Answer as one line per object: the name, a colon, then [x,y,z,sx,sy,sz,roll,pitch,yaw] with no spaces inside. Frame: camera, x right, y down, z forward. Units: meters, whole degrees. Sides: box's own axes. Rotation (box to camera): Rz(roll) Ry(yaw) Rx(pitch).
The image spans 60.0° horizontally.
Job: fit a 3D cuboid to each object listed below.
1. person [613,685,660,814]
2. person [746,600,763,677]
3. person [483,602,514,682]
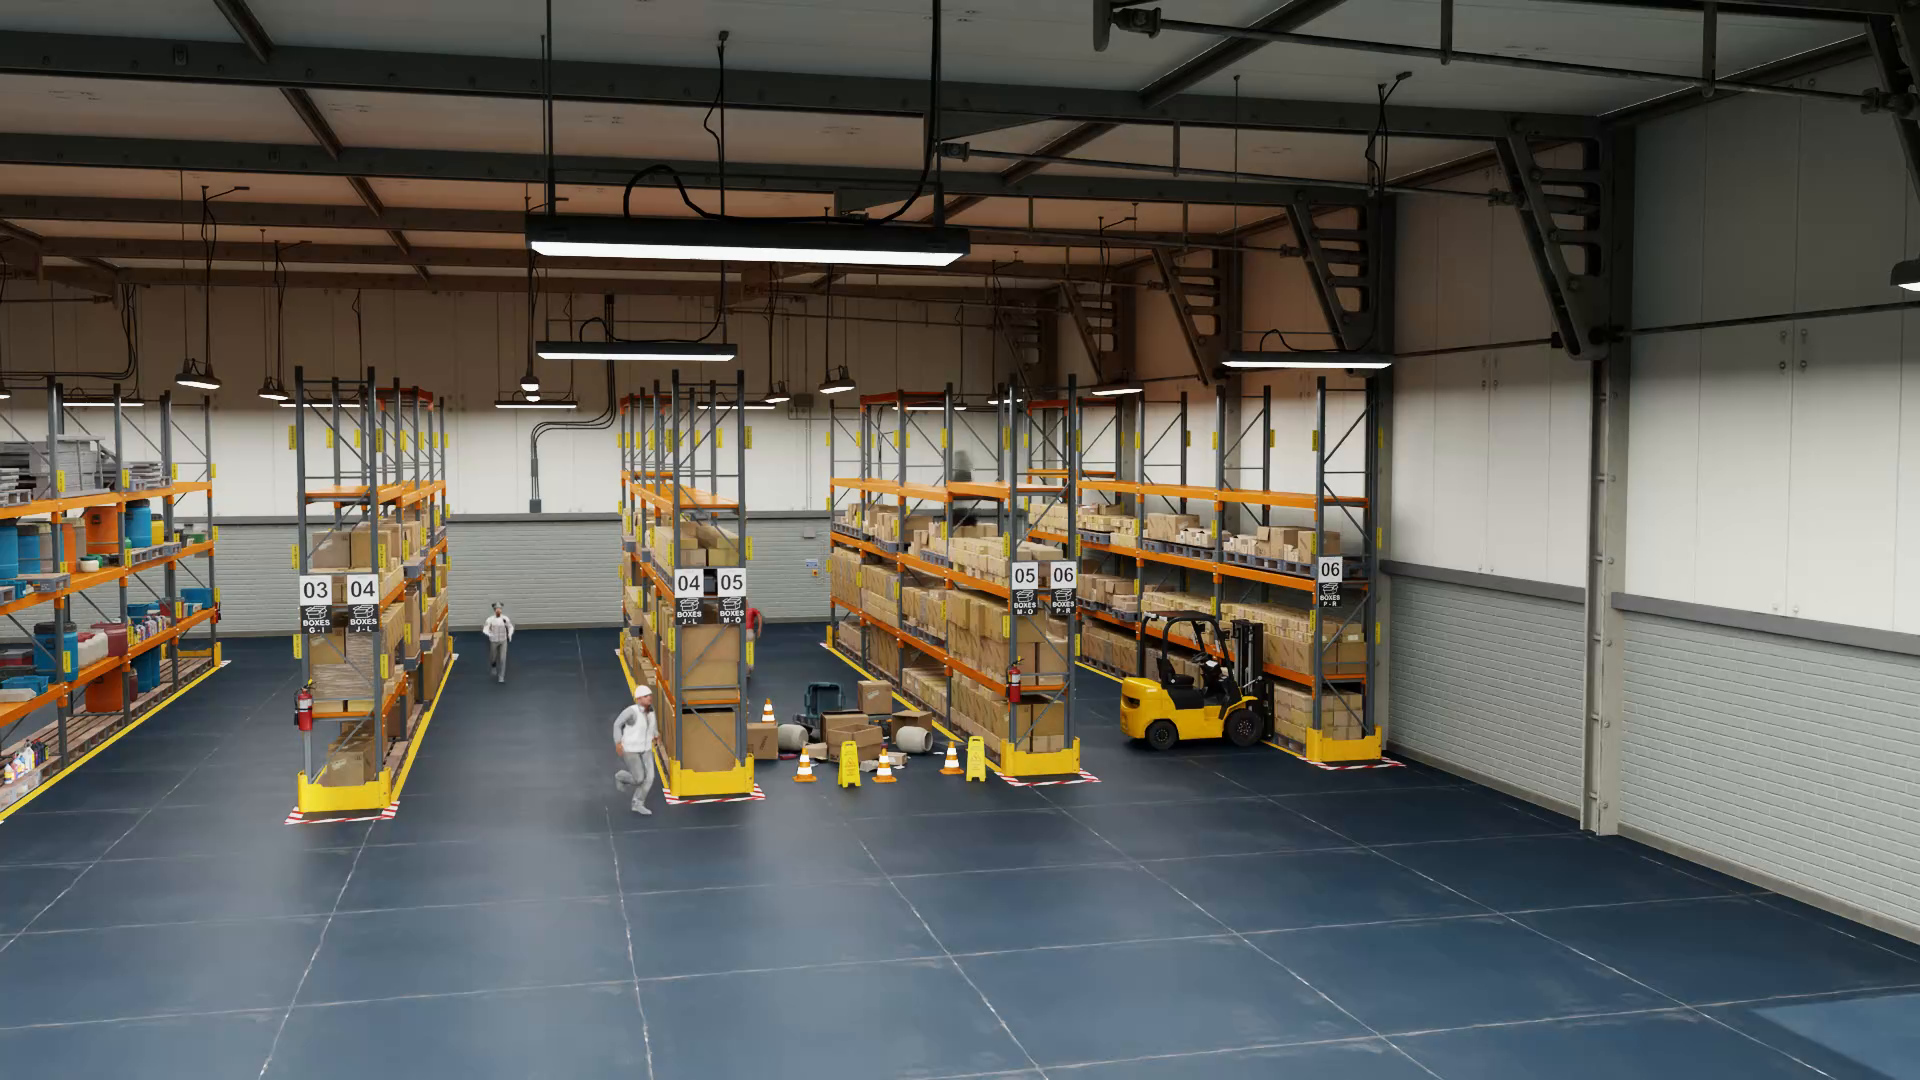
person: [-4.375,2.819,22.465,0.698,1.734,0.688,3,4,38]
person: [-4.552,2.075,35.360,0.648,1.650,0.736,-1,4,-15]
person: [-9.587,2.108,34.591,0.625,1.654,0.724,-1,4,-19]
